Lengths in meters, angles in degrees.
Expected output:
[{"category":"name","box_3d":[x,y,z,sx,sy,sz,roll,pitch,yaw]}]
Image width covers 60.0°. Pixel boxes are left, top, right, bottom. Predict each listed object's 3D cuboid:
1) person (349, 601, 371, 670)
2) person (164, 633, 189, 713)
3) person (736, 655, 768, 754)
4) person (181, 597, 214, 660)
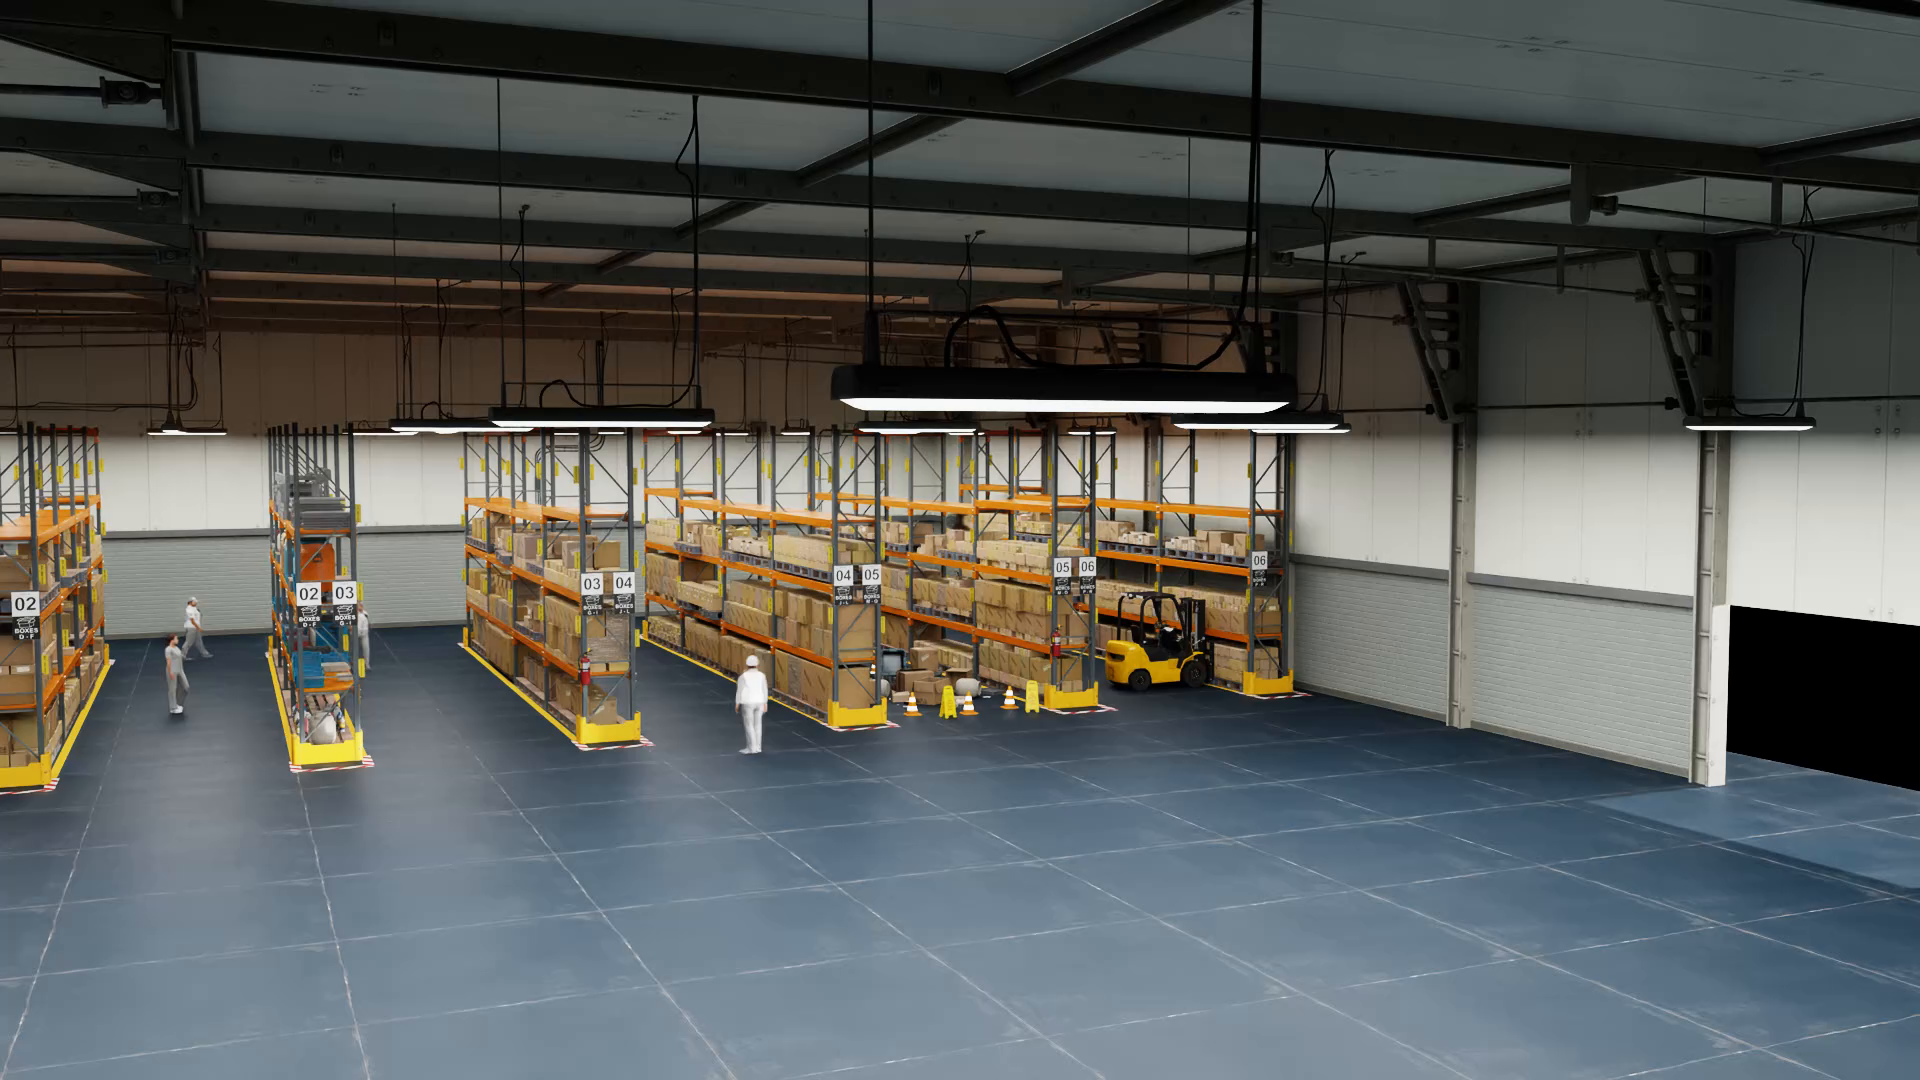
[{"category":"person","box_3d":[-14.879,2.336,41.186,0.514,1.729,0.995,-2,4,-31]},{"category":"person","box_3d":[-16.400,2.772,34.726,0.449,1.668,0.513,1,4,20]},{"category":"person","box_3d":[-3.788,2.991,30.269,0.574,1.794,0.398,-2,4,-27]},{"category":"person","box_3d":[-19.703,2.272,42.900,0.921,1.621,0.552,-3,5,-40]}]
